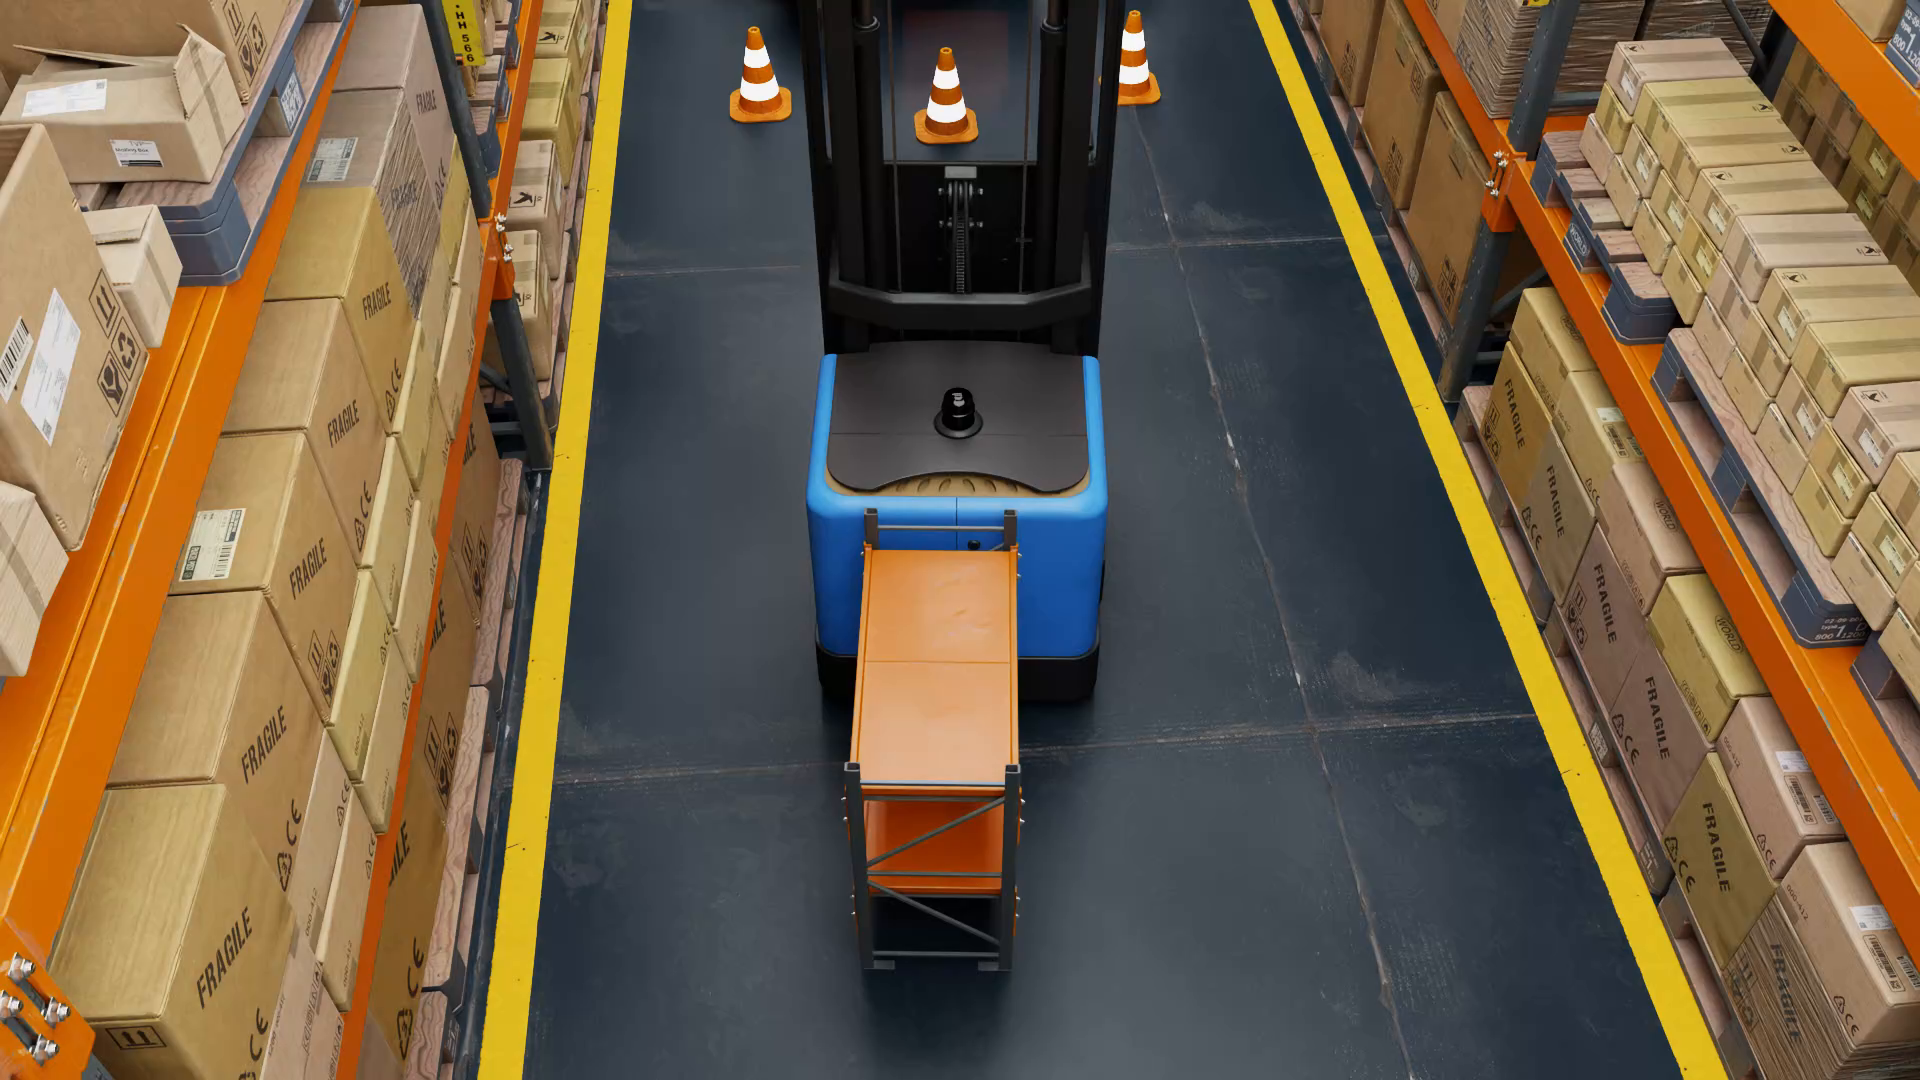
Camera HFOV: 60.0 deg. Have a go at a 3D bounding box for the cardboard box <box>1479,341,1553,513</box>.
[{"bbox_3d":[2.469,-0.471,6.699,0.500,0.500,0.500,-5,47,-5],"label":"cardboard box"}]

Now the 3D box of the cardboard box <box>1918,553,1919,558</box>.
[{"bbox_3d":[2.705,0.068,4.230,0.380,0.149,0.250,-4,47,-3],"label":"cardboard box"}]

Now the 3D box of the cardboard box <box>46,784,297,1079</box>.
[{"bbox_3d":[-1.676,0.840,3.267,0.500,0.500,0.500,-3,47,-3],"label":"cardboard box"}]

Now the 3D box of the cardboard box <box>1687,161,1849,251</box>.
[{"bbox_3d":[2.572,-1.066,5.305,0.380,0.149,0.250,-5,47,-5],"label":"cardboard box"}]

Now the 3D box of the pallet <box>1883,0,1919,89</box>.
[{"bbox_3d":[2.963,-0.990,3.821,1.213,0.211,1.003,-3,47,-3],"label":"pallet"}]

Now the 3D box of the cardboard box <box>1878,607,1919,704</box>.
[{"bbox_3d":[2.706,0.297,4.423,0.380,0.149,0.250,-6,47,-5],"label":"cardboard box"}]

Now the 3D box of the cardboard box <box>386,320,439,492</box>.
[{"bbox_3d":[-1.857,-0.385,4.944,0.500,0.250,0.500,-5,47,-4],"label":"cardboard box"}]

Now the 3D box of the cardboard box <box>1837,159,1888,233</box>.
[{"bbox_3d":[3.208,-1.161,5.599,0.380,0.149,0.250,-2,47,-2],"label":"cardboard box"}]

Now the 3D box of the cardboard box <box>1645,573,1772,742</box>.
[{"bbox_3d":[2.596,0.360,5.396,0.500,0.250,0.500,-5,47,-5],"label":"cardboard box"}]

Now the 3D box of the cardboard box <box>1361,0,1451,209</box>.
[{"bbox_3d":[2.626,-2.163,8.129,1.050,0.750,0.750,-3,47,-3],"label":"cardboard box"}]

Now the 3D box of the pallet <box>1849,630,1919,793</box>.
[{"bbox_3d":[3.080,0.685,4.304,1.003,0.211,1.213,-3,47,-3],"label":"pallet"}]

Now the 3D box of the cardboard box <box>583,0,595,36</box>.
[{"bbox_3d":[-2.549,-3.095,9.273,0.950,0.372,0.625,-3,47,-3],"label":"cardboard box"}]

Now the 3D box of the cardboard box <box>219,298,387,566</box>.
[{"bbox_3d":[-1.835,-0.263,4.312,0.500,0.500,0.500,-4,47,-4],"label":"cardboard box"}]

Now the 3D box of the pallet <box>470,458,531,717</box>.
[{"bbox_3d":[-2.269,0.194,6.557,1.003,0.211,1.213,-3,47,-3],"label":"pallet"}]

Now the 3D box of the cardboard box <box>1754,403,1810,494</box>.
[{"bbox_3d":[2.634,-0.288,4.977,0.380,0.149,0.250,-5,47,-5],"label":"cardboard box"}]

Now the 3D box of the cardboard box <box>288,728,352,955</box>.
[{"bbox_3d":[-1.753,0.723,3.895,0.500,0.250,0.500,-3,47,-3],"label":"cardboard box"}]

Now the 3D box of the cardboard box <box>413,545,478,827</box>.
[{"bbox_3d":[-2.215,0.397,5.619,0.875,0.875,0.875,-3,47,-3],"label":"cardboard box"}]

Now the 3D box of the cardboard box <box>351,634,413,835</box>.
[{"bbox_3d":[-1.771,0.525,4.426,0.500,0.250,0.500,-4,47,-4],"label":"cardboard box"}]

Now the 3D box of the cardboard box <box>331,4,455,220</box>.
[{"bbox_3d":[-1.956,-1.360,5.351,0.500,0.500,0.500,-5,47,-4],"label":"cardboard box"}]

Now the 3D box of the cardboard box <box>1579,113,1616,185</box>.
[{"bbox_3d":[2.500,-1.436,6.064,0.380,0.149,0.250,-4,47,-4],"label":"cardboard box"}]

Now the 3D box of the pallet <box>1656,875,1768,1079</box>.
[{"bbox_3d":[2.932,1.576,5.248,1.003,0.211,1.213,-3,47,-3],"label":"pallet"}]

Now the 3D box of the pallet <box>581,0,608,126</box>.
[{"bbox_3d":[-2.529,-2.712,9.309,1.003,0.211,1.213,-3,47,-3],"label":"pallet"}]

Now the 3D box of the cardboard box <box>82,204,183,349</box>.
[{"bbox_3d":[-1.683,-0.478,3.079,0.380,0.166,0.250,-6,47,-6],"label":"cardboard box"}]

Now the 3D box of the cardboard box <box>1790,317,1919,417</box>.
[{"bbox_3d":[2.638,-0.499,4.767,0.380,0.149,0.250,-4,47,-4],"label":"cardboard box"}]

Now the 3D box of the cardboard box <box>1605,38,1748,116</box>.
[{"bbox_3d":[2.510,-1.627,5.835,0.380,0.149,0.250,-3,47,-3],"label":"cardboard box"}]

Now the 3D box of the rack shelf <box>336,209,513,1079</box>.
[{"bbox_3d":[-2.093,0.355,4.980,1.077,0.370,4.000,-3,47,-3],"label":"rack shelf"}]

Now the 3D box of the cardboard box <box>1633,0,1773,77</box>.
[{"bbox_3d":[2.895,-2.089,6.730,0.500,0.500,0.500,-3,47,-3],"label":"cardboard box"}]

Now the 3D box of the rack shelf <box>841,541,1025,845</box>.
[{"bbox_3d":[-0.071,0.463,5.270,0.538,0.278,1.000,1,47,1],"label":"rack shelf"}]

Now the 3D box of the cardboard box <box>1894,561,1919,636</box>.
[{"bbox_3d":[2.700,0.176,4.332,0.380,0.149,0.250,-5,47,-5],"label":"cardboard box"}]

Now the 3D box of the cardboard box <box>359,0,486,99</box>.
[{"bbox_3d":[-2.067,-1.960,6.114,0.500,0.500,0.500,-5,47,-4],"label":"cardboard box"}]

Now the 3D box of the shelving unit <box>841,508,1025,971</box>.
[{"bbox_3d":[-0.071,0.664,5.483,0.538,1.125,1.048,1,47,1],"label":"shelving unit"}]

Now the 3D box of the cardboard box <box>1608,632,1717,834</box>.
[{"bbox_3d":[2.604,0.633,5.654,0.500,0.500,0.500,-4,47,-4],"label":"cardboard box"}]

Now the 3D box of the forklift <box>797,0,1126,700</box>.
[{"bbox_3d":[0.008,-1.463,6.253,1.130,2.935,3.031,1,47,0],"label":"forklift"}]

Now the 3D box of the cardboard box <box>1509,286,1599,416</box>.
[{"bbox_3d":[2.480,-0.743,6.440,0.500,0.250,0.500,-5,47,-5],"label":"cardboard box"}]

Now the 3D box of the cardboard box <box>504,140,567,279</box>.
[{"bbox_3d":[-2.368,-1.523,7.784,0.950,0.372,0.625,-4,47,-4],"label":"cardboard box"}]

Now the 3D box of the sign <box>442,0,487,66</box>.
[{"bbox_3d":[-1.708,-1.774,5.703,0.100,0.325,0.005,-3,47,-3],"label":"sign"}]

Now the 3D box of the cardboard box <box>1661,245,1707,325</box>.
[{"bbox_3d":[2.570,-0.851,5.511,0.380,0.149,0.250,-2,47,-1],"label":"cardboard box"}]

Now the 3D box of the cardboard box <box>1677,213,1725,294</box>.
[{"bbox_3d":[2.576,-0.941,5.390,0.380,0.149,0.250,-3,47,-3],"label":"cardboard box"}]

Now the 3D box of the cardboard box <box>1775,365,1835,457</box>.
[{"bbox_3d":[2.640,-0.385,4.864,0.380,0.149,0.250,-2,47,-2],"label":"cardboard box"}]

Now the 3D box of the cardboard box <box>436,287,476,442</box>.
[{"bbox_3d":[-1.901,-0.569,5.463,0.500,0.250,0.500,-3,47,-3],"label":"cardboard box"}]

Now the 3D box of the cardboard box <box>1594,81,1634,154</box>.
[{"bbox_3d":[2.504,-1.512,5.932,0.380,0.149,0.250,-2,47,-2],"label":"cardboard box"}]

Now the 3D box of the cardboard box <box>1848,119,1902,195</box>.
[{"bbox_3d":[3.202,-1.278,5.505,0.380,0.149,0.250,-2,47,-2],"label":"cardboard box"}]

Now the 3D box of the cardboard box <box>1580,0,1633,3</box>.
[{"bbox_3d":[2.636,-2.417,6.352,0.700,0.500,0.500,-4,47,-4],"label":"cardboard box"}]

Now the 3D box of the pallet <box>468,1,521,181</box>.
[{"bbox_3d":[-2.426,-1.783,6.641,1.213,0.211,1.003,-3,47,-3],"label":"pallet"}]

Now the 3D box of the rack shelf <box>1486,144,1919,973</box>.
[{"bbox_3d":[2.831,-0.019,5.334,1.077,0.370,4.000,-3,47,-3],"label":"rack shelf"}]

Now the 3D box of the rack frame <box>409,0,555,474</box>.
[{"bbox_3d":[-2.260,-1.340,6.089,1.000,3.000,0.127,-3,47,-3],"label":"rack frame"}]

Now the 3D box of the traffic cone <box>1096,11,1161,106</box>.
[{"bbox_3d":[0.936,-2.673,9.100,0.336,0.463,0.334,-3,47,-3],"label":"traffic cone"}]

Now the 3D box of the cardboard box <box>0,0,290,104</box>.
[{"bbox_3d":[-1.824,-1.292,3.620,0.500,0.500,0.500,-3,47,-3],"label":"cardboard box"}]

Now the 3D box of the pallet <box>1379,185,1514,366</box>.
[{"bbox_3d":[2.673,-1.330,8.001,1.003,0.211,1.213,-3,47,-3],"label":"pallet"}]
